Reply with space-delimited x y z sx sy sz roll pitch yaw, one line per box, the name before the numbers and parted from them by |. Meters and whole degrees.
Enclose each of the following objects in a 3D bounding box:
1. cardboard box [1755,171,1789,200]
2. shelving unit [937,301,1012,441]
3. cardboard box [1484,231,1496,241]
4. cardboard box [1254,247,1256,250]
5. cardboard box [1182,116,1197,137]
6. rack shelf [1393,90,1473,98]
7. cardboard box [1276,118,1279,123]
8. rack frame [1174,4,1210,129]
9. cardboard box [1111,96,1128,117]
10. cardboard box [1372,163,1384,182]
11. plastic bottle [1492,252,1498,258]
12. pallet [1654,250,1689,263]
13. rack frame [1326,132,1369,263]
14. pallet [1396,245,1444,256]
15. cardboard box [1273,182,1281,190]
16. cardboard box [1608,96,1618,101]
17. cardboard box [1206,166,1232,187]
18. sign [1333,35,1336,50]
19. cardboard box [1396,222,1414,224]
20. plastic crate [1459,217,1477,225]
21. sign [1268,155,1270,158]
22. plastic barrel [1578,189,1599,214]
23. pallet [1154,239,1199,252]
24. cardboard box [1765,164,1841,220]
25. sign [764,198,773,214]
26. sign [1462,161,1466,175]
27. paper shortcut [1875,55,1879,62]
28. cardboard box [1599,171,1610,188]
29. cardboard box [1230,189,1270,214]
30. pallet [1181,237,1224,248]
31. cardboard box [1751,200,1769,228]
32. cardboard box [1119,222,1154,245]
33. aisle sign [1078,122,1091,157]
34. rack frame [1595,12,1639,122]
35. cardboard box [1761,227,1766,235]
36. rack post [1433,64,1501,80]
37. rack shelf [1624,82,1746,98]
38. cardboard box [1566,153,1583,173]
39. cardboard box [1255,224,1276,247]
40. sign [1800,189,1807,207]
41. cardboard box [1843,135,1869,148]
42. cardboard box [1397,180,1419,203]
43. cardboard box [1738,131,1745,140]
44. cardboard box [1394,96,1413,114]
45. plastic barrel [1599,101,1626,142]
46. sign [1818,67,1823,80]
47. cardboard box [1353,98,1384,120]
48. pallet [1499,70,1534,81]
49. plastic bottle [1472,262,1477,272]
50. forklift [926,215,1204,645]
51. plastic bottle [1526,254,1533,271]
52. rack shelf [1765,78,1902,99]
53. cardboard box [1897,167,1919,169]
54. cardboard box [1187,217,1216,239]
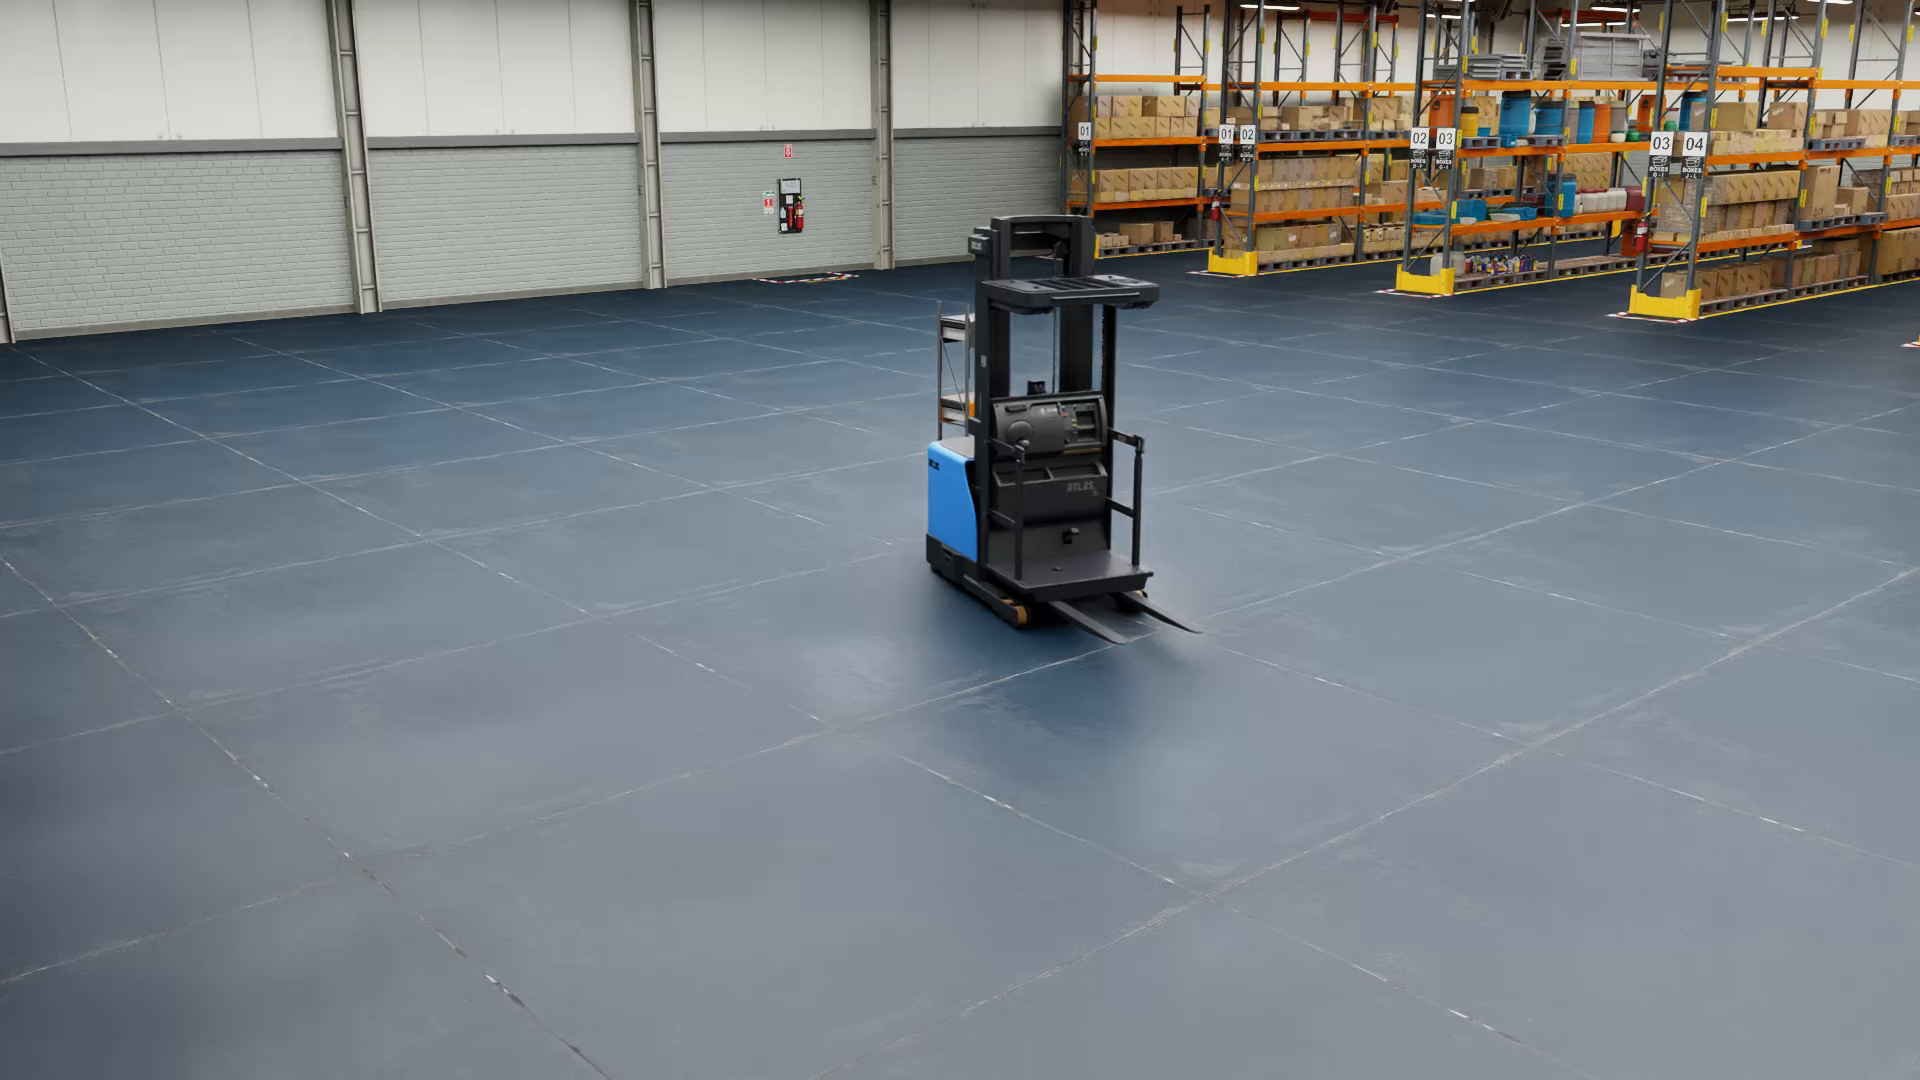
cardboard box | 15.065 -6.617 31.003 0.500 0.500 0.500 -13 19 -39
shelving unit | 0.125 -1.042 14.584 0.503 2.100 0.431 -13 19 -39
cardboard box | 13.421 -7.964 42.743 0.500 0.500 0.500 -13 20 -40
cardboard box | 6.662 -6.518 37.855 0.500 0.250 0.500 -13 19 -39
cardboard box | 5.624 -10.423 41.913 0.500 0.500 0.500 -12 19 -38
rack shelf | 13.389 -13.102 48.530 4.000 0.370 1.077 -13 19 -39
cardboard box | 6.778 -9.302 37.156 0.500 0.250 0.500 -13 19 -39
rack frame | 5.845 -11.948 42.044 0.127 3.000 1.000 -13 19 -39
cardboard box | 3.689 -10.456 40.098 0.500 0.500 0.500 -13 20 -40
cardboard box | 11.697 -10.480 47.361 0.500 0.500 0.500 -13 20 -40
plastic bottle | 11.467 -5.998 35.673 0.185 0.351 0.144 -12 19 -38
pallet | 16.853 -6.799 39.794 1.213 0.211 1.003 -13 19 -39
rack frame | 9.100 -8.086 39.210 0.127 3.000 1.000 -13 19 -39
pallet | 11.471 -7.285 41.613 1.213 0.211 1.003 -13 19 -39
cardboard box | 6.906 -7.882 36.995 0.250 0.149 0.380 -13 19 -39
cardboard box | 17.775 -12.009 45.954 0.500 0.500 0.700 -13 19 -39
cardboard box | 6.678 -9.484 43.395 0.500 0.500 0.700 -10 18 -34
sign | 8.734 -11.578 38.693 0.005 0.325 0.100 -13 19 -39
cardboard box | 11.139 -7.787 41.518 0.500 0.311 0.500 -13 20 -41
plastic crate | 10.217 -6.405 33.428 0.250 0.136 0.298 -13 19 -39
sign | 8.496 -10.394 45.608 0.005 0.325 0.100 -13 19 -39
plastic barrel | 13.768 -7.430 36.492 0.433 0.535 0.433 0 15 0
pallet | 5.362 -7.582 42.726 1.213 0.211 1.003 -13 19 -39
cardboard box | 16.291 -6.757 32.258 1.000 1.000 1.000 -12 19 -39
sign | -4.113 -7.175 35.731 0.234 0.329 0.001 -13 19 -39
sign | 12.484 -9.216 41.195 0.005 0.325 0.100 -13 19 -39
paper shortcut | 19.269 -10.126 34.952 0.009 0.170 0.078 30 0 42
cardboard box | 17.604 -9.950 45.993 0.500 0.500 0.500 -12 19 -39
cardboard box | 6.443 -7.533 36.947 0.500 0.500 0.700 -13 19 -39
pallet | 6.431 -7.835 43.673 1.213 0.211 1.003 -13 19 -39
cardboard box | 14.508 -6.103 31.014 0.500 0.500 0.875 -13 19 -39
cardboard box | 4.425 -7.688 41.710 0.500 0.500 0.700 -14 21 -43
aisle sign | 2.970 -9.558 39.681 0.004 0.787 0.394 -13 19 -39
rack frame | 18.152 -13.017 46.046 0.127 3.000 1.000 -13 19 -39
cardboard box | 14.817 -5.790 31.101 0.250 0.149 0.380 -13 19 -39
rack post | 9.985 -9.204 32.738 0.954 0.300 0.937 -10 18 -33
rack shelf | 16.875 -10.495 38.773 4.000 0.370 1.077 -13 19 -39
cardboard box | 16.452 -10.172 44.889 0.500 0.500 0.500 -13 20 -41
cardboard box | 7.036 -6.966 38.079 0.500 0.500 0.500 -13 19 -39
sign | 15.962 -6.471 31.485 0.005 0.325 0.100 -13 19 -39
cardboard box | 17.674 -7.912 33.035 0.500 0.250 0.500 -12 19 -38
cardboard box | 10.862 -8.525 40.658 0.500 0.500 0.500 -14 20 -42
cardboard box | 13.749 -7.215 29.653 0.250 0.149 0.380 -13 20 -40
cardboard box | 12.602 -12.462 47.608 0.500 0.500 0.500 -13 20 -40
plastic barrel | 14.604 -9.393 37.320 0.600 0.901 0.600 0 15 0
sign | 21.774 -11.792 42.085 0.005 0.325 0.100 -13 19 -39
cardboard box | 9.591 -10.125 39.054 0.500 0.500 0.500 -12 19 -39
pallet | 10.824 -9.382 33.578 1.213 0.211 1.003 -13 19 -39
plastic bottle | 10.837 -5.740 34.998 0.097 0.201 0.097 0 15 0
forklift | 0.774 -0.890 12.402 1.130 2.935 3.031 -6 16 -23
plastic bottle | 12.052 -5.889 35.264 0.185 0.351 0.144 -13 20 -41
rack shelf | 17.108 -8.853 32.626 4.000 0.370 1.077 -13 19 -39
cardboard box | 20.633 -7.821 36.081 0.637 0.503 0.797 -12 19 -39
cardboard box | 6.389 -8.183 43.563 0.500 0.500 0.700 -12 19 -38
